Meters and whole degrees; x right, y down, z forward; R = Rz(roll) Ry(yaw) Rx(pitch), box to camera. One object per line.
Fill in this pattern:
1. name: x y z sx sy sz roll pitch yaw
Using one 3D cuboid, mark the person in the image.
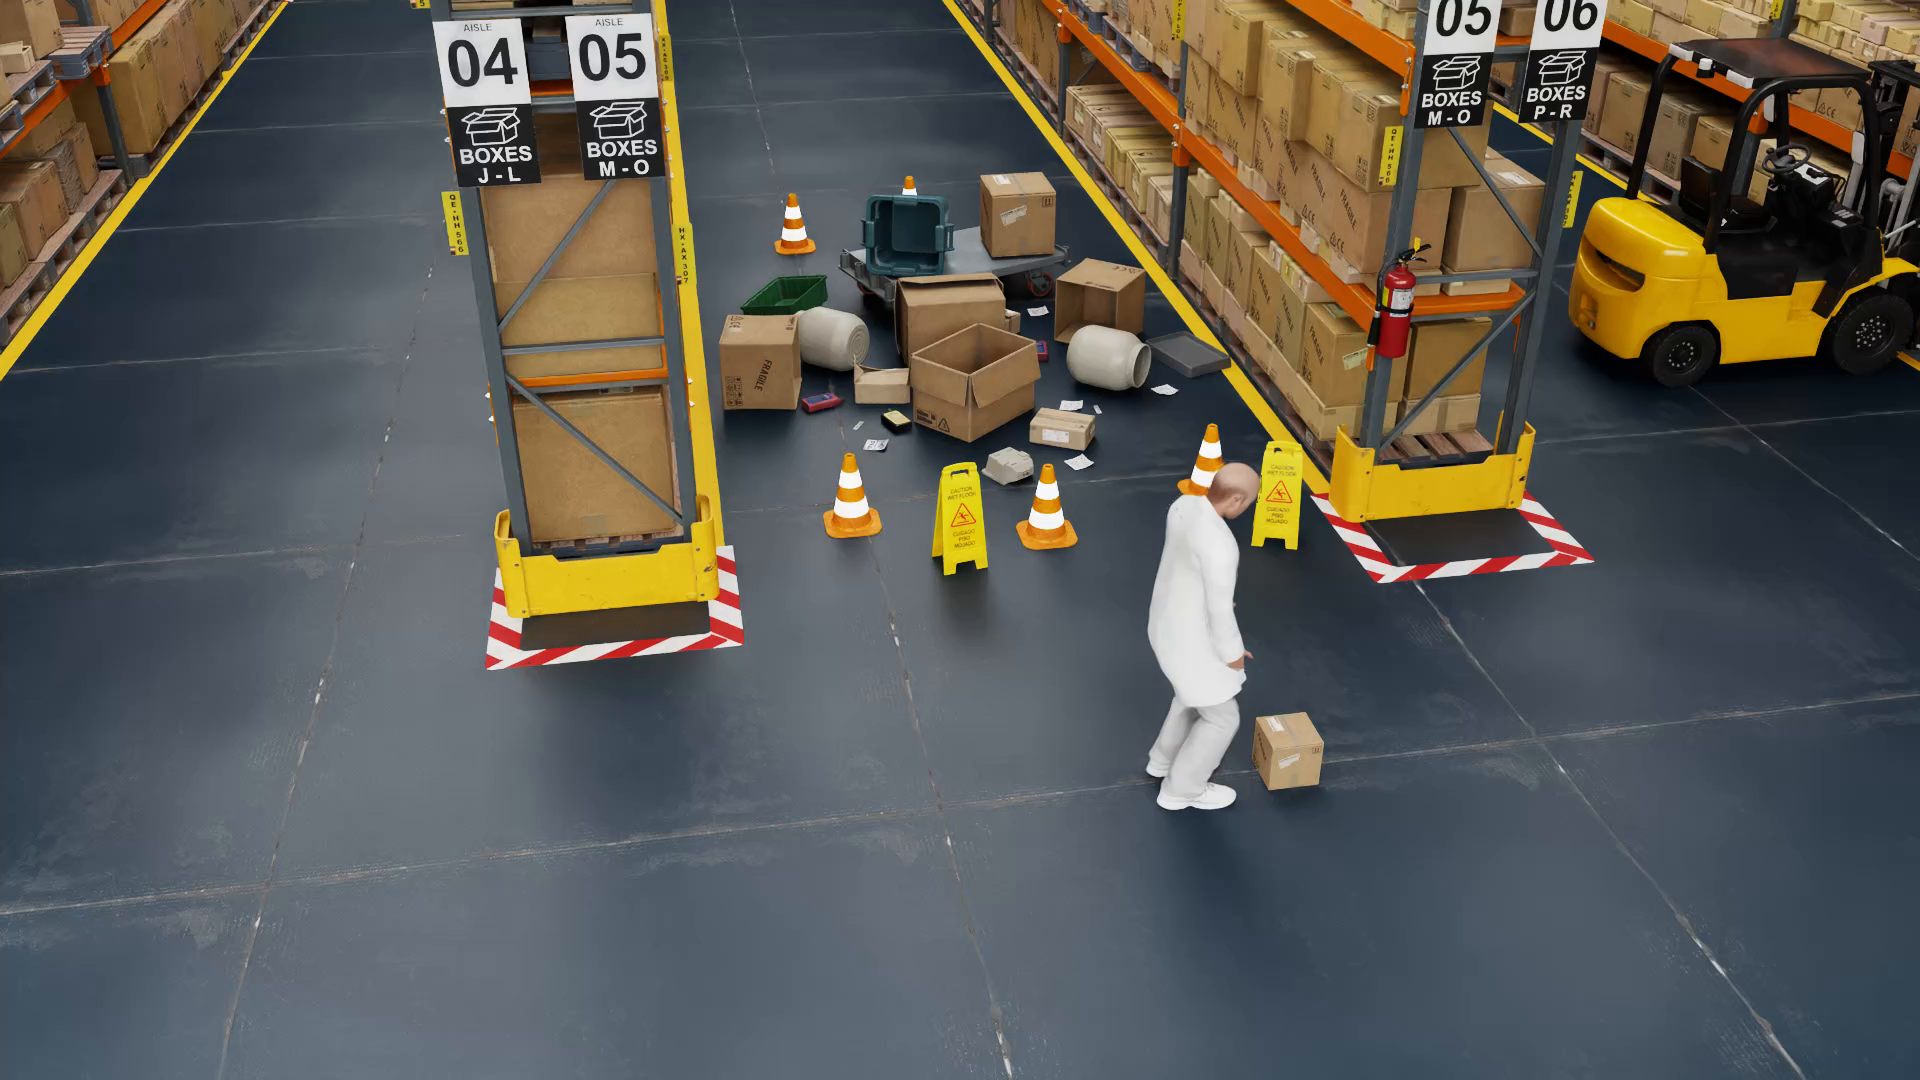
1. person: 1.083 0.425 7.524 0.466 1.693 0.599 -4 31 -8
